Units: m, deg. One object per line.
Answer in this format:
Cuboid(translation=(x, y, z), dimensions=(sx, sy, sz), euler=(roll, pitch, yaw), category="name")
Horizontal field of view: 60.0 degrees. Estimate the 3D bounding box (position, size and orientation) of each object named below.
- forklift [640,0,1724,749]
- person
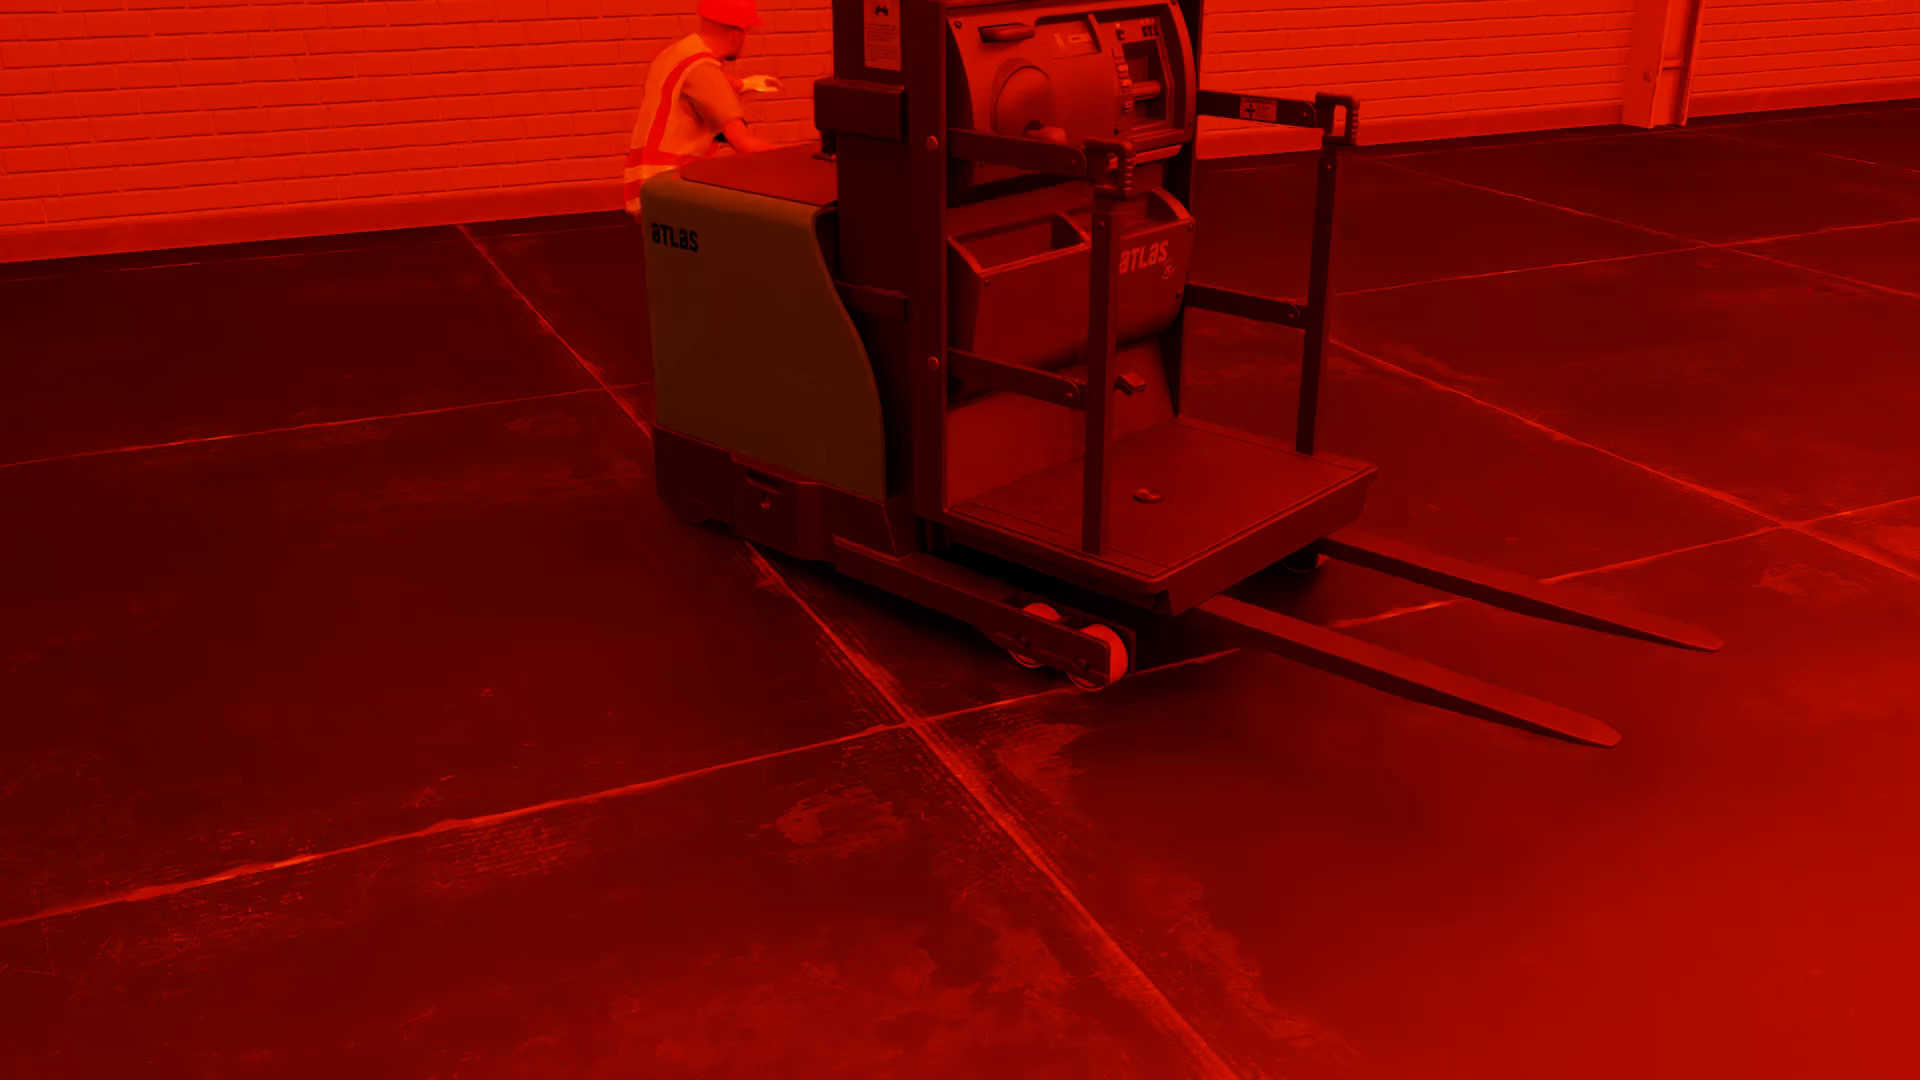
Cuboid(translation=(0.466, -1.199, 4.172), dimensions=(3.031, 2.935, 1.130), euler=(19, 29, 38), category="forklift")
Cuboid(translation=(-0.821, -1.316, 6.328), dimensions=(0.848, 1.522, 1.383), euler=(-11, 25, -25), category="person")
